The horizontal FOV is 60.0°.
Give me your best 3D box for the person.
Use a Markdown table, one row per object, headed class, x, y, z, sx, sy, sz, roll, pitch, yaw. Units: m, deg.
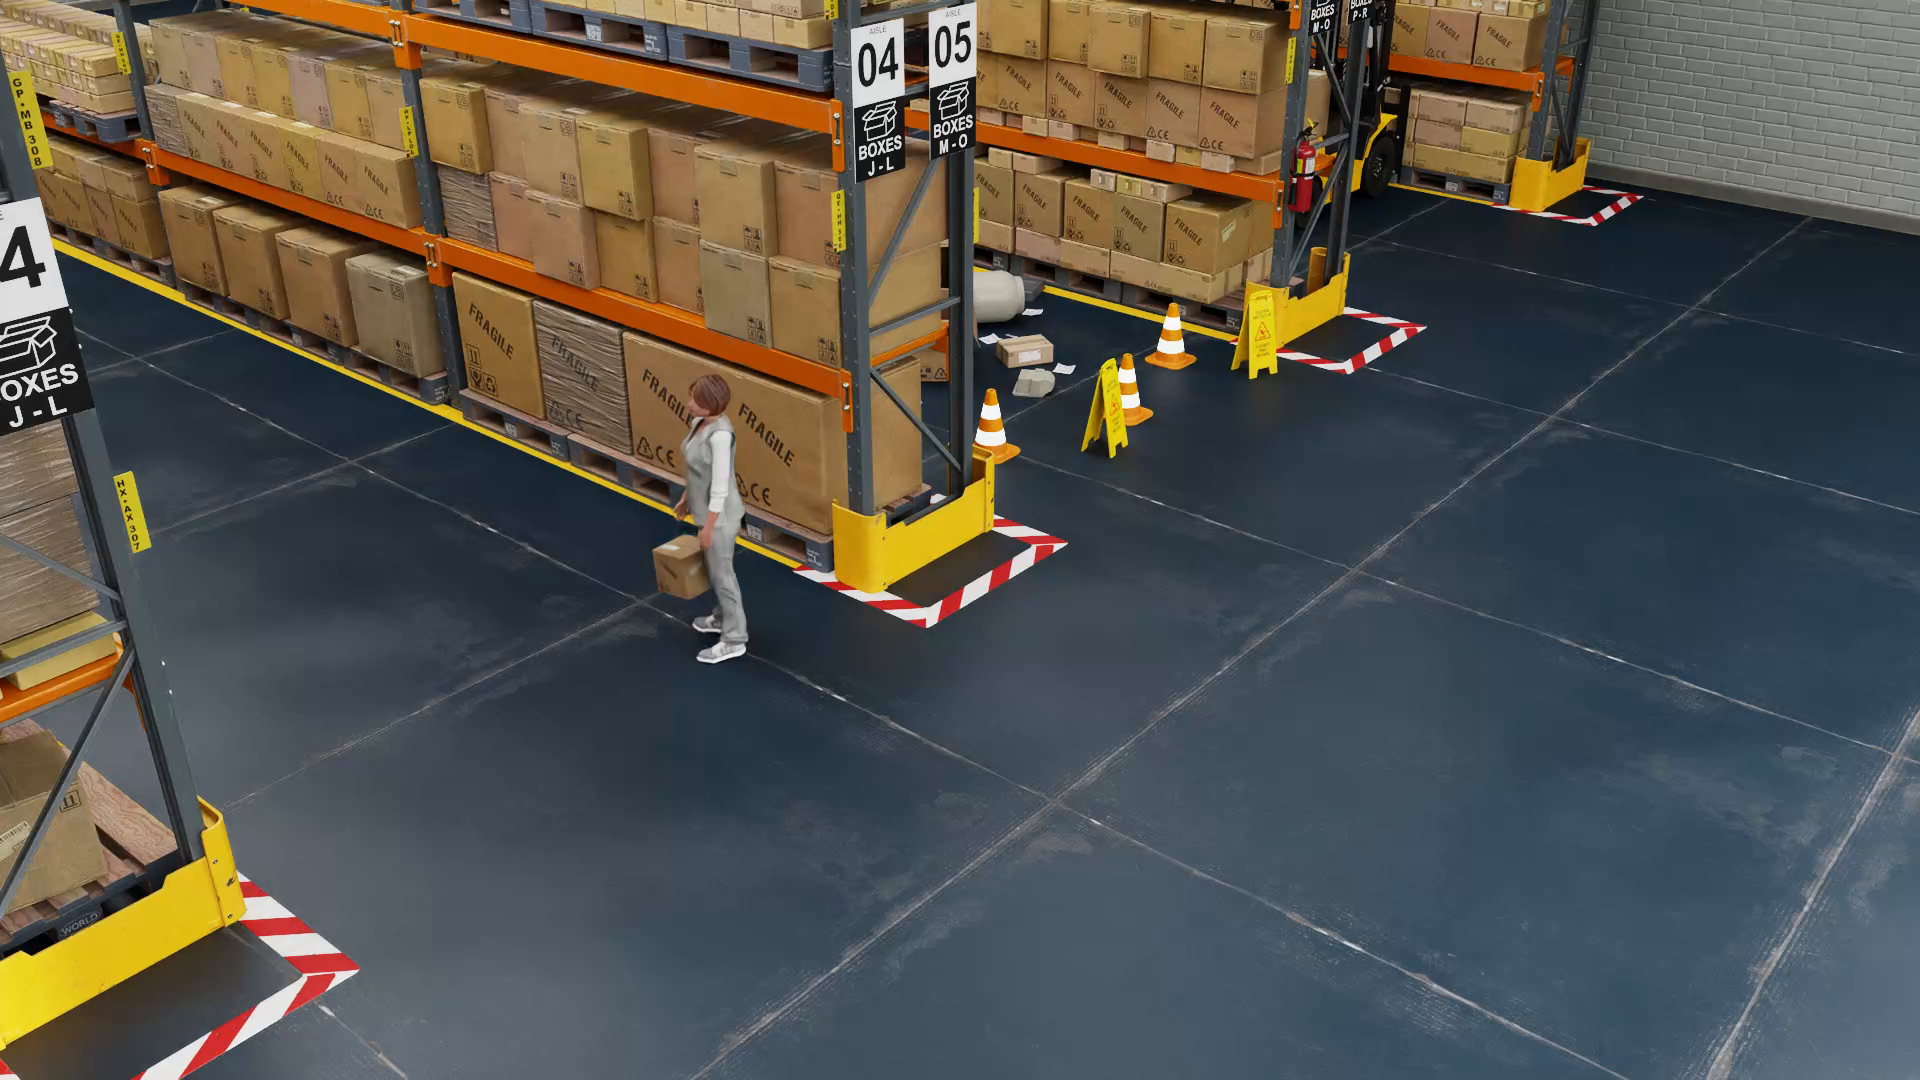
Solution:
| class | x | y | z | sx | sy | sz | roll | pitch | yaw |
| --- | --- | --- | --- | --- | --- | --- | --- | --- | --- |
| person | -1.329 | -0.130 | 8.829 | 0.352 | 1.607 | 0.500 | -8 | 29 | -15 |
